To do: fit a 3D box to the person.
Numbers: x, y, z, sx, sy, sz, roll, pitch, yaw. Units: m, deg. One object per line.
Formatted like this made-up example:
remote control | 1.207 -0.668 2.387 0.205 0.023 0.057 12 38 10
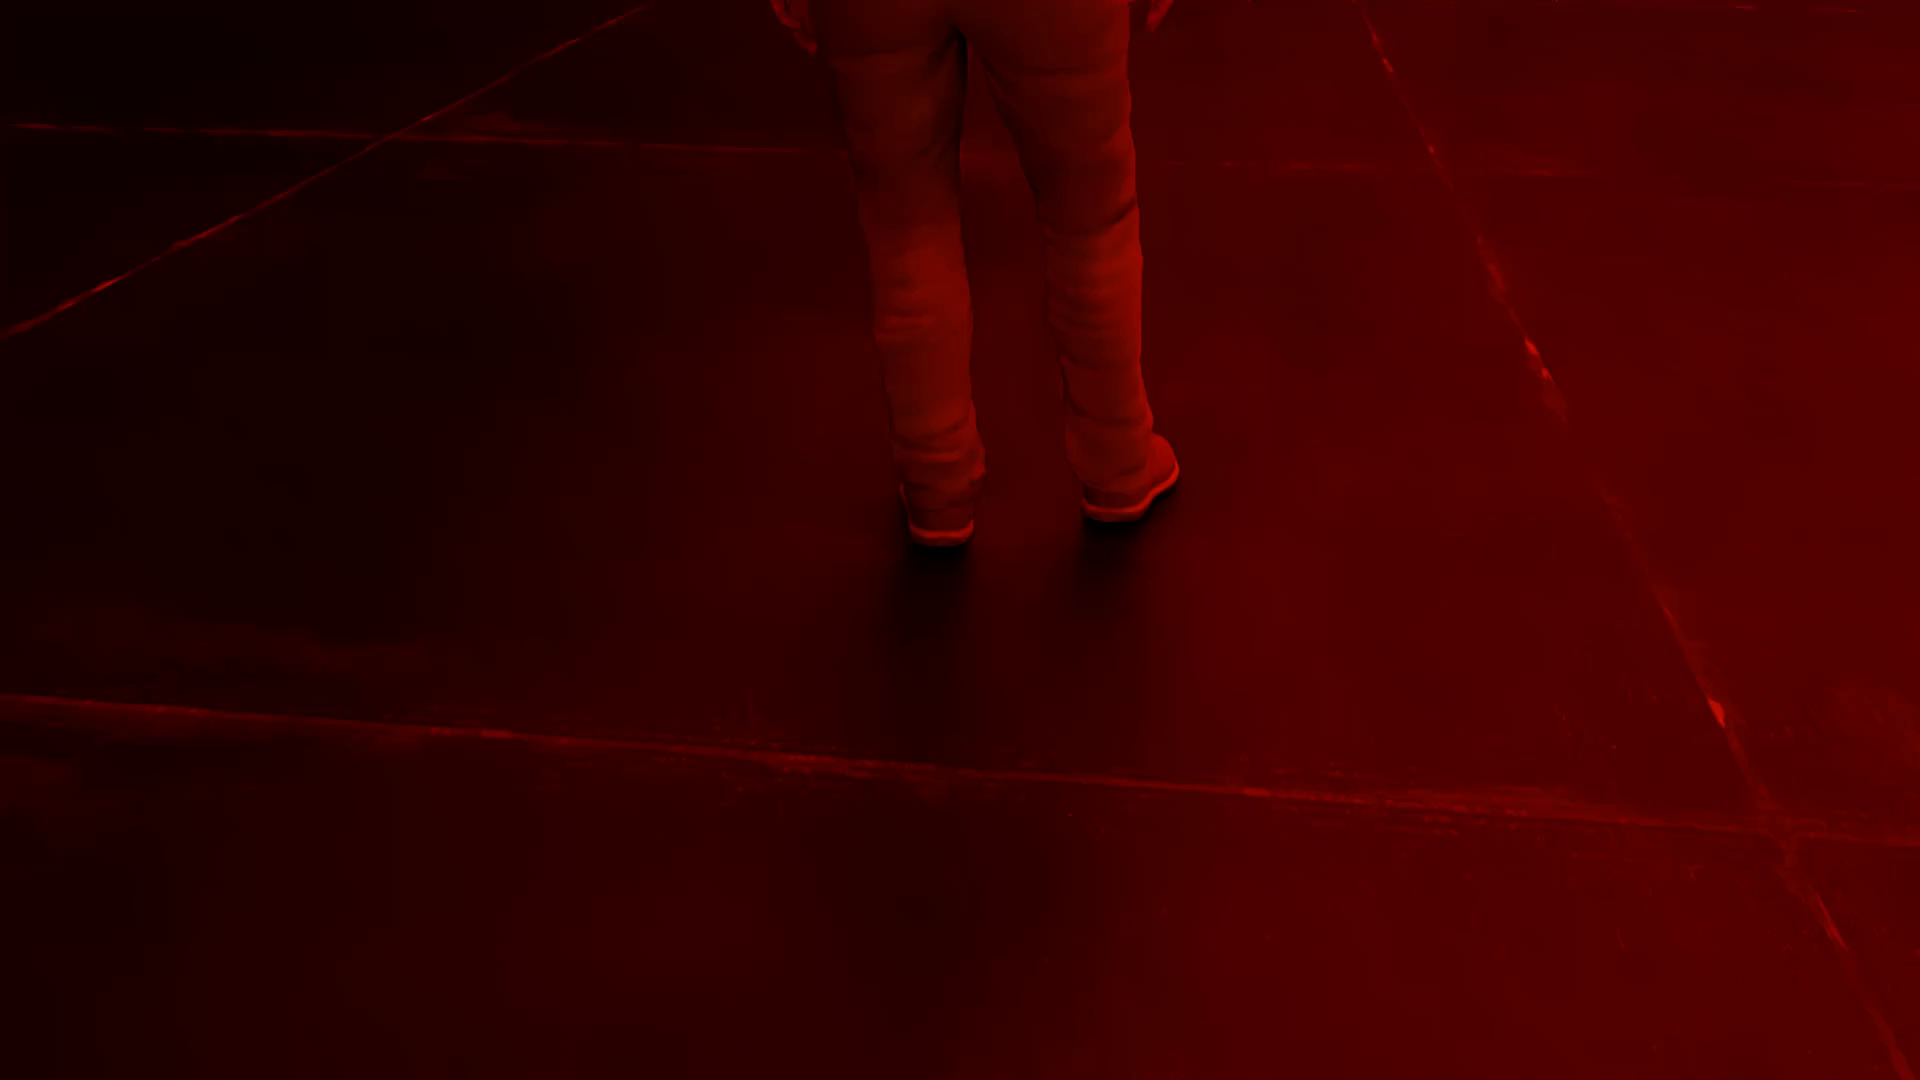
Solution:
person | 0.033 -0.785 2.190 0.598 1.669 0.529 3 27 7
